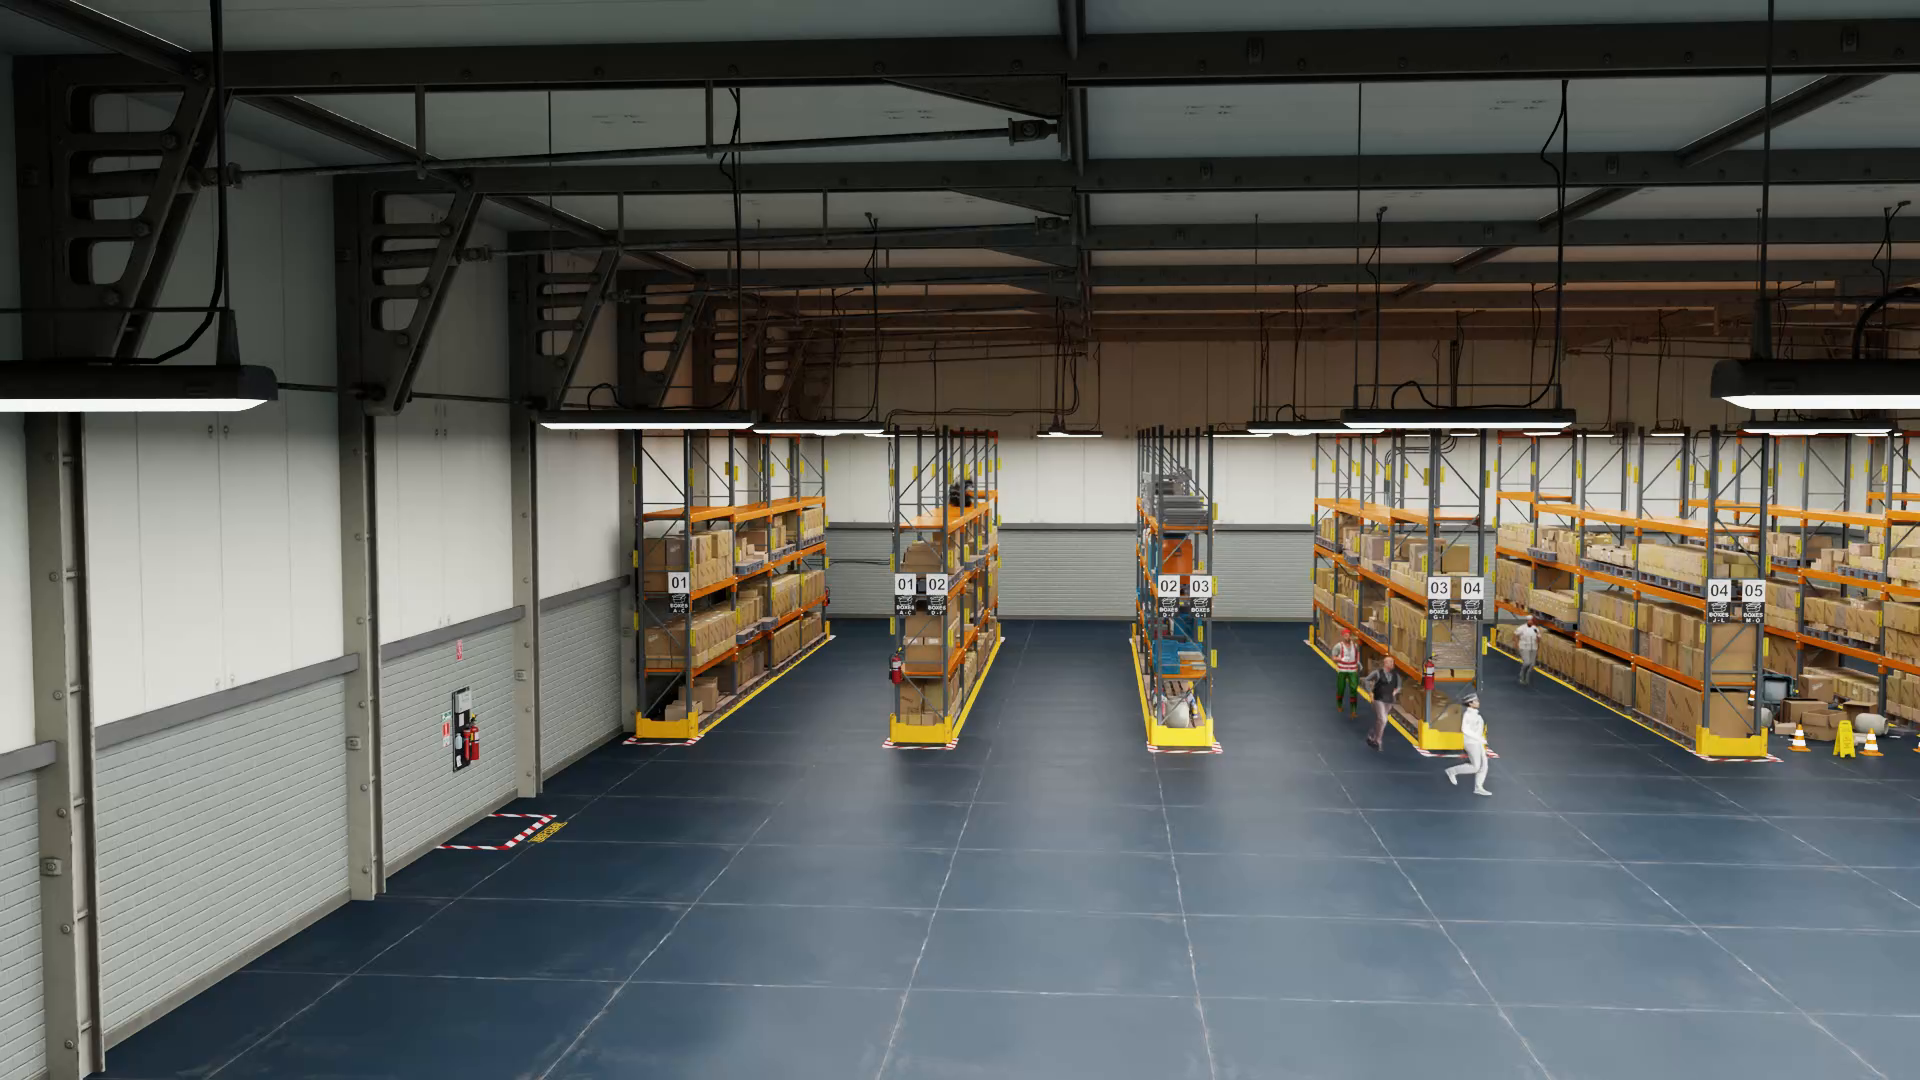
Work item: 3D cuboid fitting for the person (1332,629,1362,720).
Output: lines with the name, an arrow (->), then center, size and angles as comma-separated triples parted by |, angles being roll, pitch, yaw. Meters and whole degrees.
person -> 8.004, 2.745, 34.379 | 0.654, 1.834, 0.855 | 0, 3, -1

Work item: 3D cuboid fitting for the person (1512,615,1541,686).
person -> 13.231, 2.572, 38.684 | 0.578, 1.660, 0.644 | 0, 3, -5

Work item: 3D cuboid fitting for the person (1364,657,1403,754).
person -> 7.839, 3.035, 30.745 | 0.641, 1.758, 0.714 | -1, 4, -20

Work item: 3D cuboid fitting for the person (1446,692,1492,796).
person -> 8.246, 3.279, 26.866 | 0.729, 1.667, 0.615 | 2, 4, 27
